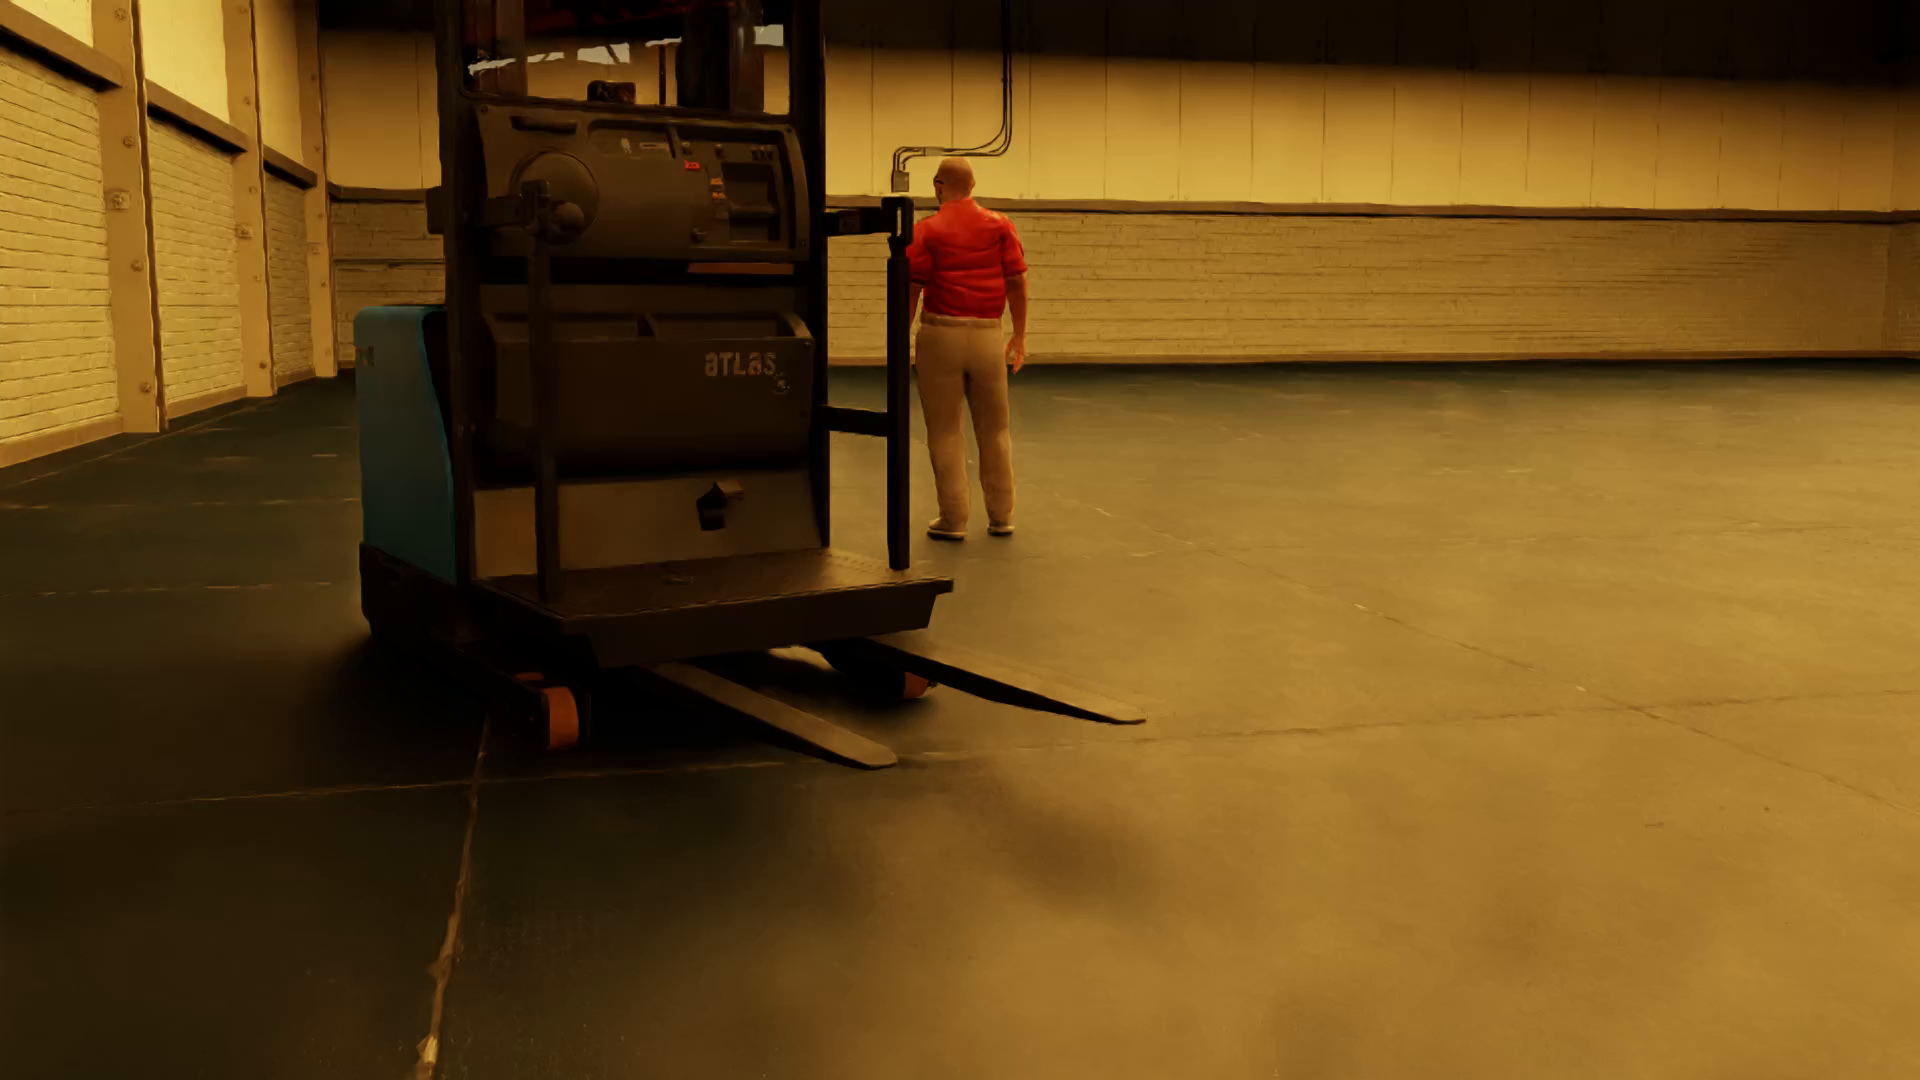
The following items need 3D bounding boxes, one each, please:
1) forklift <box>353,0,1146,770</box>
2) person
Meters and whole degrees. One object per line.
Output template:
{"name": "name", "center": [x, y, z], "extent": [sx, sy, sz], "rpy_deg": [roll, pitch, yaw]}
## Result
{"name": "forklift", "center": [-0.725, -1.009, 4.347], "extent": [1.130, 2.935, 3.031], "rpy_deg": [-5, 10, -33]}
{"name": "person", "center": [-0.010, -0.876, 7.675], "extent": [0.640, 1.726, 0.550], "rpy_deg": [-2, 8, -13]}
